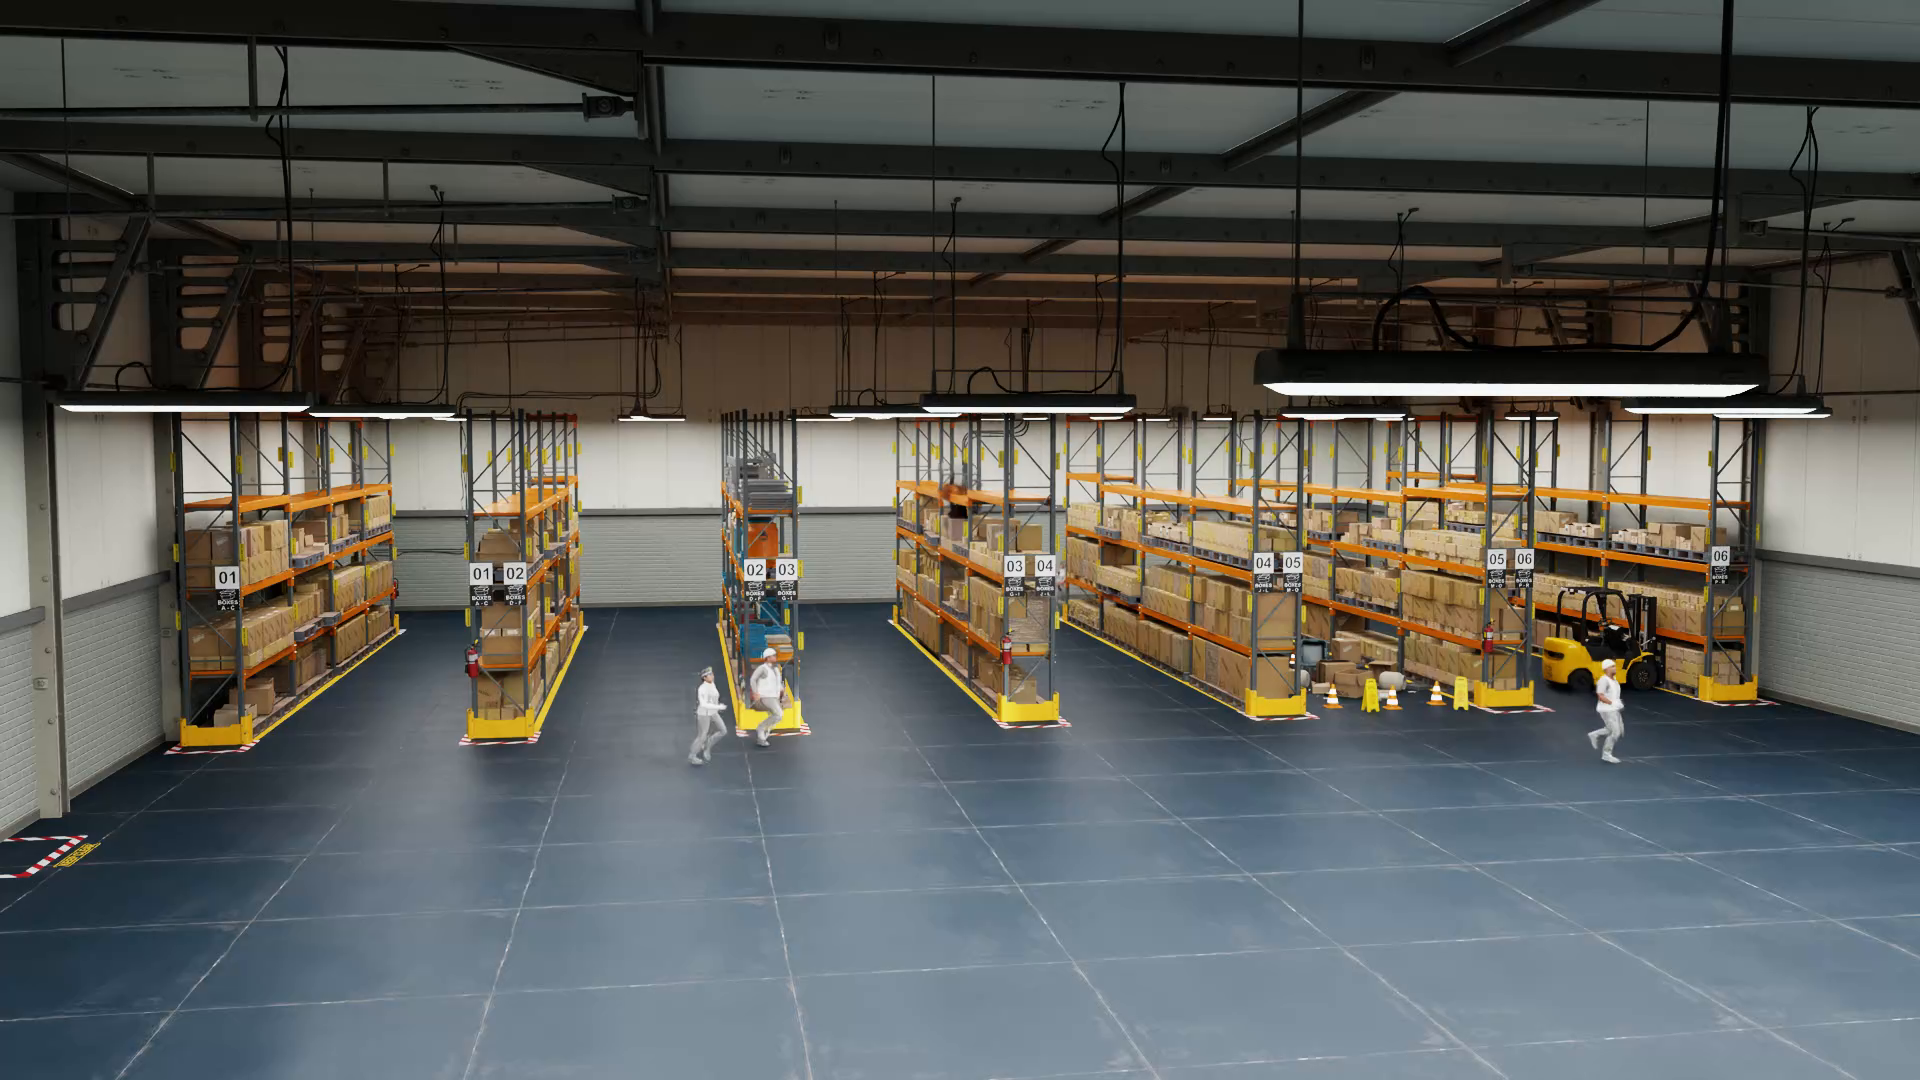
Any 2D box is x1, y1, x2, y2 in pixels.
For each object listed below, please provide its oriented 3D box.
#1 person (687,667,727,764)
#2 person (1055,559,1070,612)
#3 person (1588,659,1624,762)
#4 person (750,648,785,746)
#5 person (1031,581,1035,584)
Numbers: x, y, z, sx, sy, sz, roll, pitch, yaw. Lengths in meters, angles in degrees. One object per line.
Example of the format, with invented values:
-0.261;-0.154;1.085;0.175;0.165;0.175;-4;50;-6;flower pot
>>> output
-4.205;2.929;27.908;0.759;1.646;0.628;2;4;24;person
2.949;1.416;49.842;0.621;1.707;0.761;1;4;8;person
10.997;2.891;28.271;0.627;1.739;0.718;3;5;35;person
-3.354;2.797;29.716;0.571;1.702;0.676;2;4;26;person
1.980;1.568;47.446;0.750;1.702;0.566;0;4;-1;person
